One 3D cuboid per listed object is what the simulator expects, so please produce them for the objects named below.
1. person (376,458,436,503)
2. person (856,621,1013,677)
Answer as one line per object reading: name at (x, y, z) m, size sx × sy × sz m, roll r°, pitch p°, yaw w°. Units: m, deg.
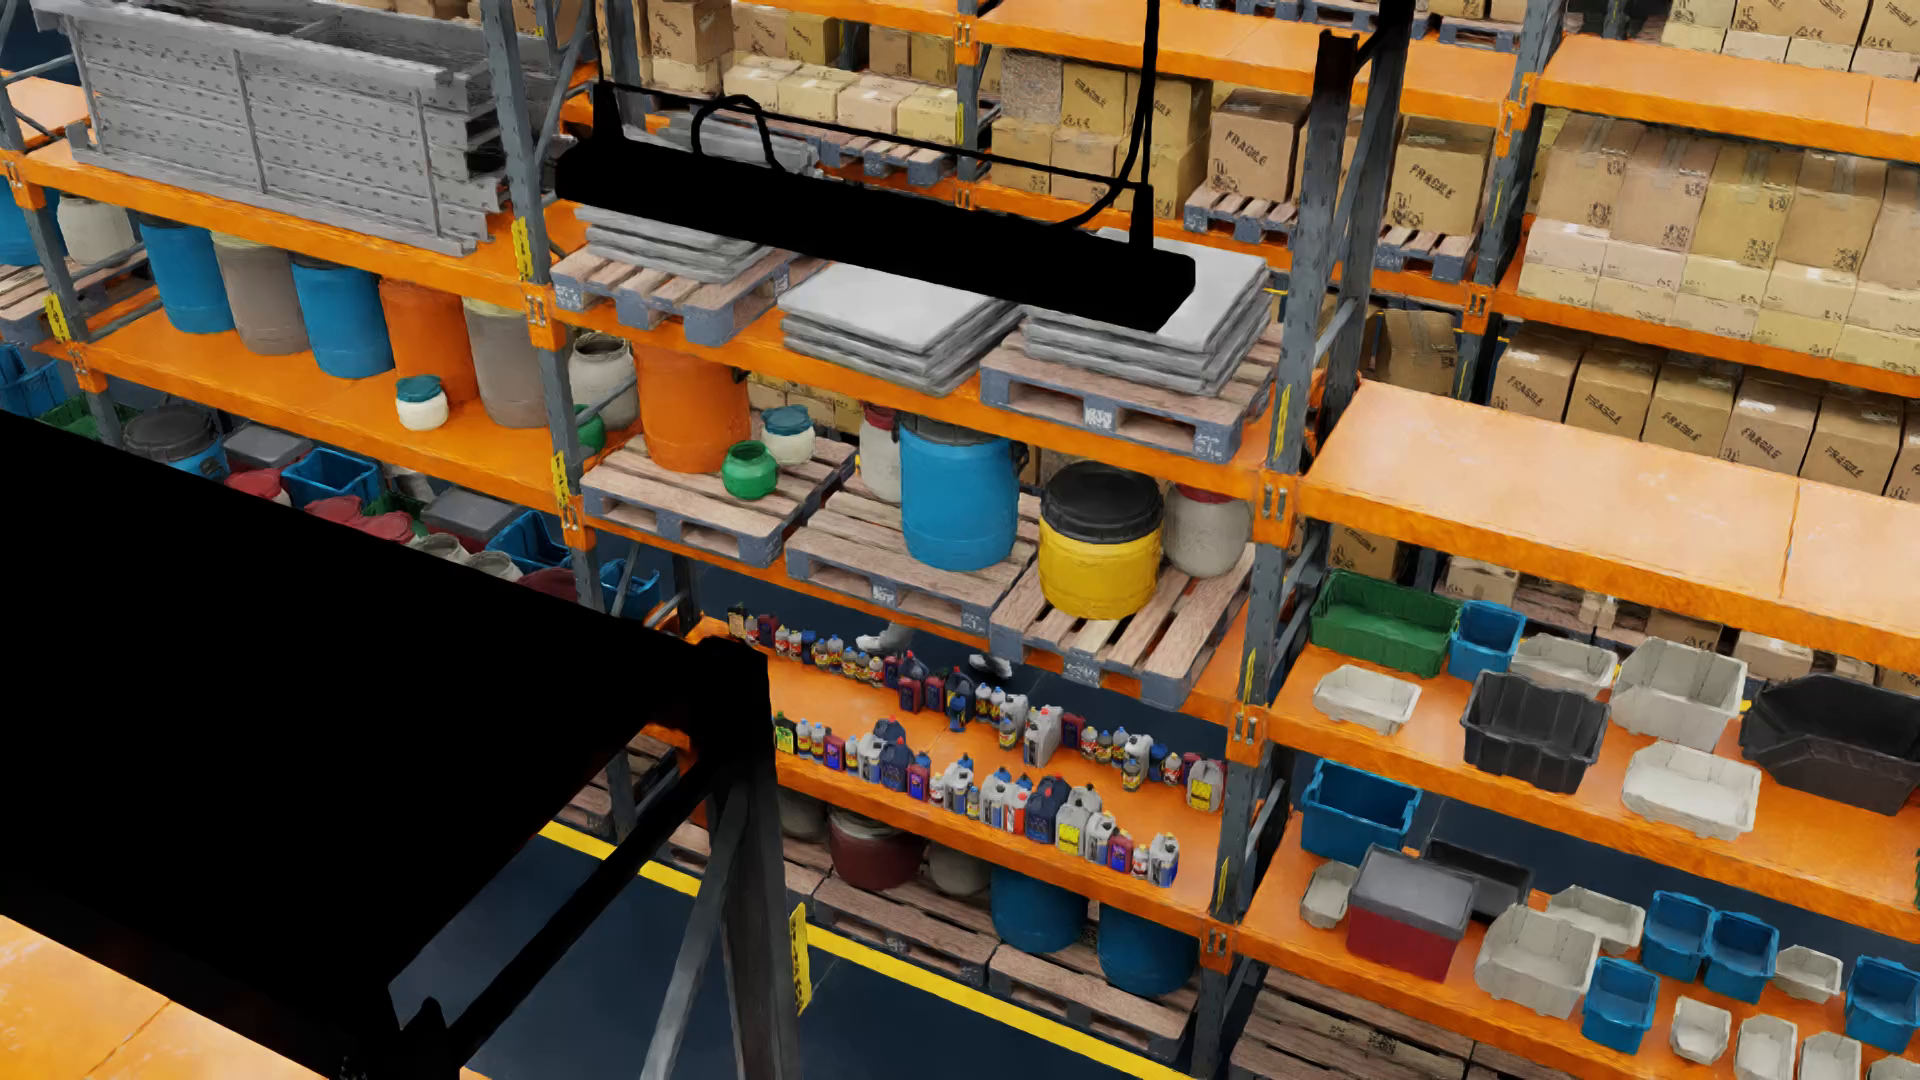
person at (-4.433, -0.632, 13.277) m, size 1.119 × 1.700 × 0.543 m, roll 15°, pitch 38°, yaw 20°
person at (-0.165, 0.210, 12.063) m, size 1.193 × 1.698 × 0.598 m, roll 17°, pitch 39°, yaw 23°
